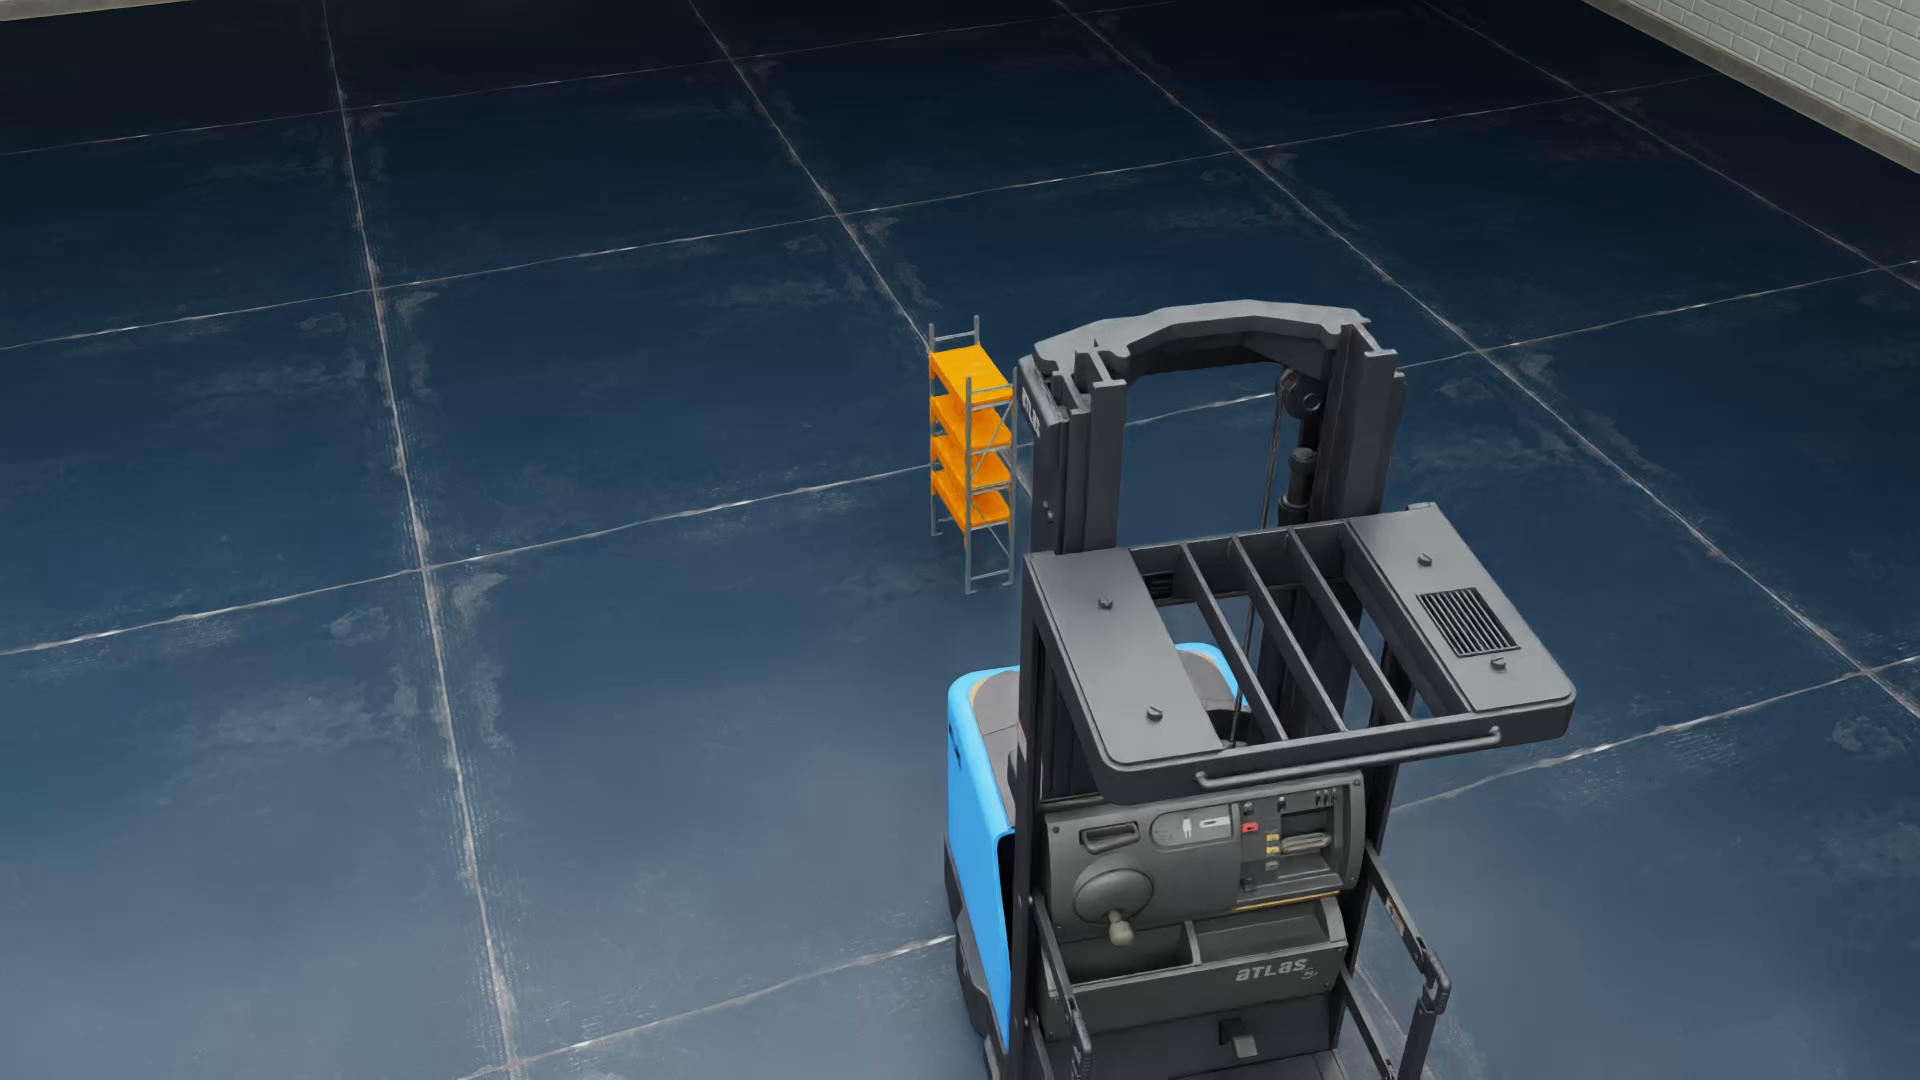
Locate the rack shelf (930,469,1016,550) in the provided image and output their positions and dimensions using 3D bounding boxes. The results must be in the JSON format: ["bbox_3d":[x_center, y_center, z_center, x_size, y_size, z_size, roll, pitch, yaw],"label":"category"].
[{"bbox_3d":[0.057,-0.173,7.925,0.258,0.148,0.480,-12,39,-16],"label":"rack shelf"}]

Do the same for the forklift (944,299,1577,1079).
[{"bbox_3d":[0.746,0.967,4.530,1.130,2.935,3.031,-7,38,-9],"label":"forklift"}]

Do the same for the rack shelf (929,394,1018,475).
[{"bbox_3d":[0.057,-0.511,7.671,0.258,0.148,0.480,-12,39,-16],"label":"rack shelf"}]

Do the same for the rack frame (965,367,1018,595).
[{"bbox_3d":[0.141,-0.248,7.582,0.240,1.200,0.015,-12,39,-16],"label":"rack frame"}]

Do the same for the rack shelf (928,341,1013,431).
[{"bbox_3d":[0.057,-0.700,7.528,0.258,0.148,0.480,-12,39,-16],"label":"rack shelf"}]

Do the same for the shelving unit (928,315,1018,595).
[{"bbox_3d":[0.057,-0.386,7.765,0.258,1.200,0.503,-12,39,-16],"label":"shelving unit"}]

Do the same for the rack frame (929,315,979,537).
[{"bbox_3d":[-0.027,-0.524,7.948,0.240,1.200,0.015,-12,39,-16],"label":"rack frame"}]

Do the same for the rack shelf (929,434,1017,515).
[{"bbox_3d":[0.057,-0.332,7.805,0.258,0.148,0.480,-12,39,-16],"label":"rack shelf"}]
